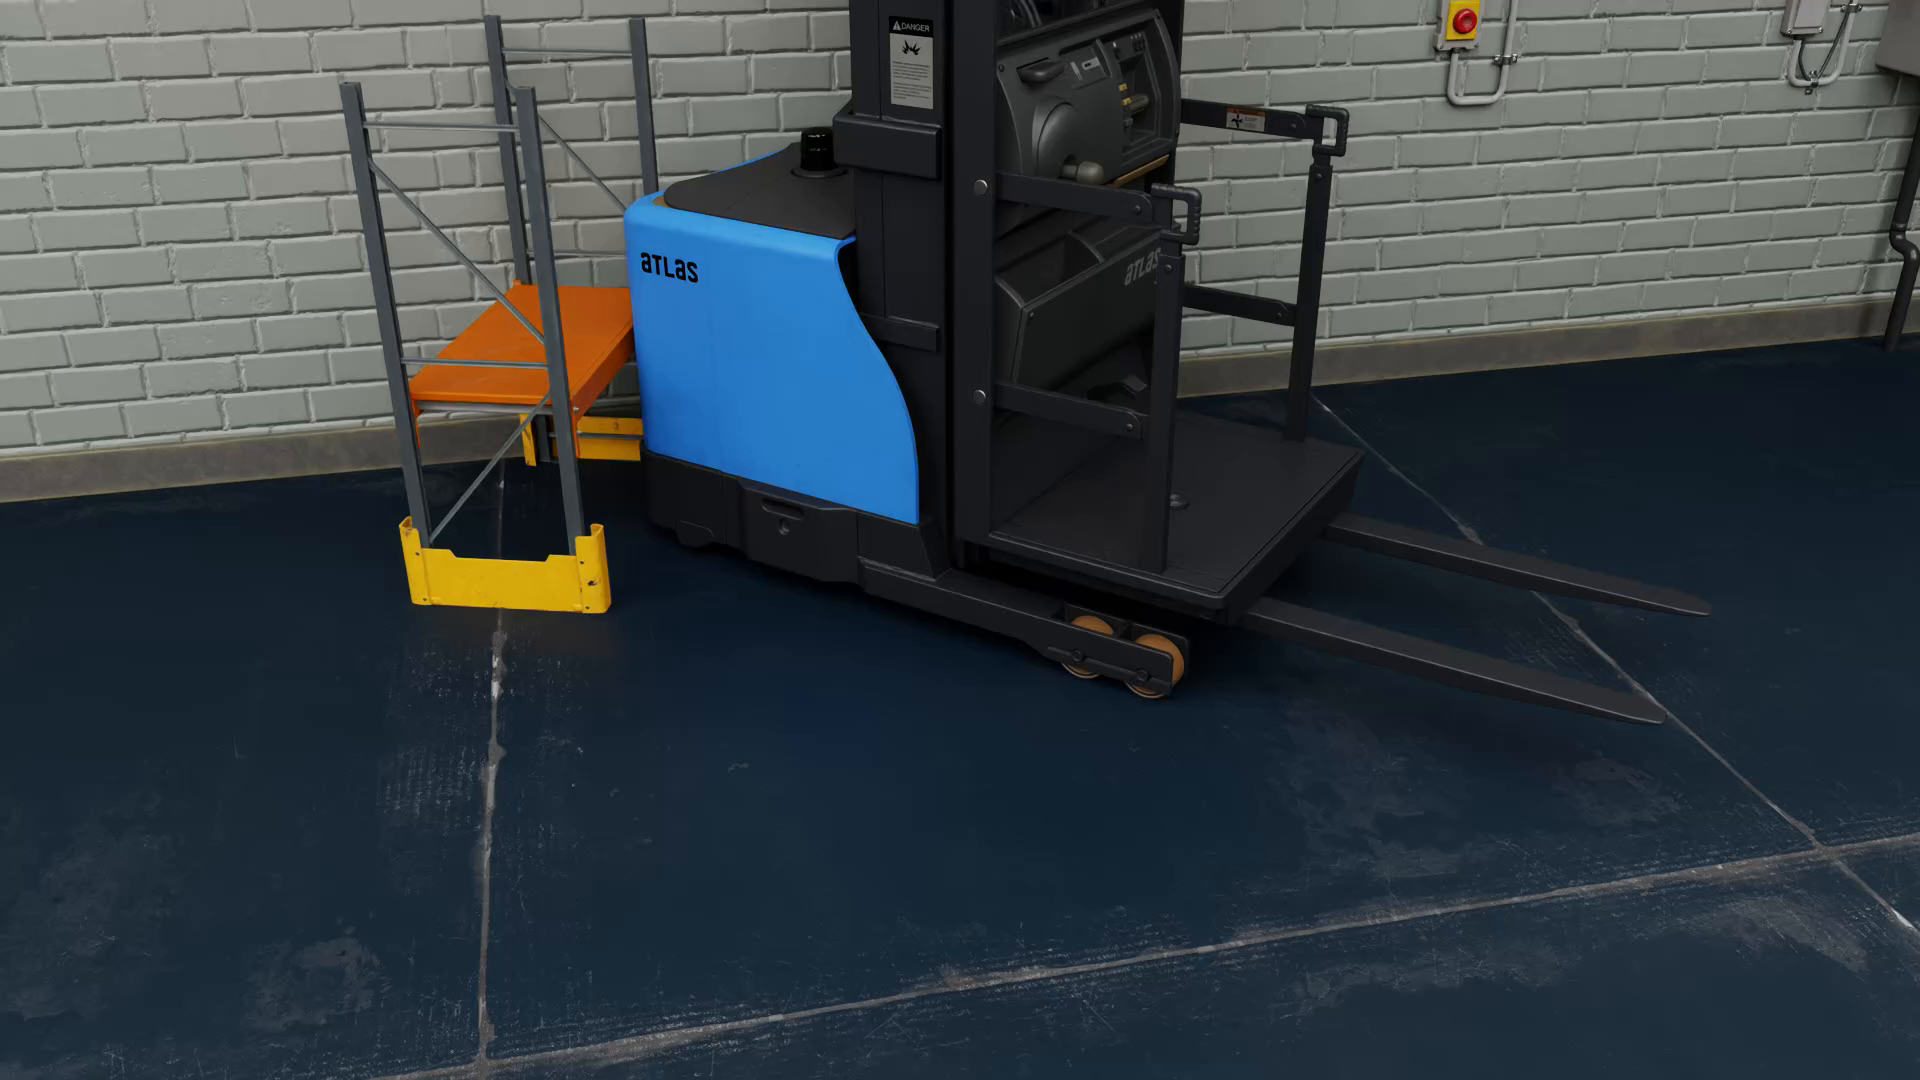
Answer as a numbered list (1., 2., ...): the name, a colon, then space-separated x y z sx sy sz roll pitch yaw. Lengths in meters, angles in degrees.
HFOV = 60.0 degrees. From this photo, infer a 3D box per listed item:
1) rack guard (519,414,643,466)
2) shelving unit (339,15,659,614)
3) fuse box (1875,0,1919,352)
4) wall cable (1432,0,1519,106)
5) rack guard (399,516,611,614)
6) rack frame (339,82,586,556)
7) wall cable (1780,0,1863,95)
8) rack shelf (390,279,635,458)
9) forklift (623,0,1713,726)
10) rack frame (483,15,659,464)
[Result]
1. rack guard: -1.214 -0.375 5.715 0.587 0.250 0.087 3 27 5
2. shelving unit: -1.266 -0.710 4.992 0.587 1.500 1.083 3 27 5
3. fuse box: 3.825 -1.532 6.386 0.539 1.711 0.414 -6 27 -12
4. wall cable: 1.746 -2.425 5.564 0.585 1.953 0.123 -6 27 -12
5. rack guard: -1.318 0.071 4.831 0.587 0.250 0.087 3 27 5
6. rack frame: -1.320 -0.478 4.532 0.500 1.500 0.032 3 27 5
7. wall cable: 3.125 -2.560 5.866 0.588 1.984 0.122 -6 27 -12
8. rack shelf: -1.267 -0.545 5.065 0.538 0.185 1.000 3 27 5
9. forklift: 0.531 -1.162 4.299 3.031 2.935 1.130 15 31 28
10. rack frame: -1.214 -0.933 5.435 0.500 1.500 0.032 3 27 5
